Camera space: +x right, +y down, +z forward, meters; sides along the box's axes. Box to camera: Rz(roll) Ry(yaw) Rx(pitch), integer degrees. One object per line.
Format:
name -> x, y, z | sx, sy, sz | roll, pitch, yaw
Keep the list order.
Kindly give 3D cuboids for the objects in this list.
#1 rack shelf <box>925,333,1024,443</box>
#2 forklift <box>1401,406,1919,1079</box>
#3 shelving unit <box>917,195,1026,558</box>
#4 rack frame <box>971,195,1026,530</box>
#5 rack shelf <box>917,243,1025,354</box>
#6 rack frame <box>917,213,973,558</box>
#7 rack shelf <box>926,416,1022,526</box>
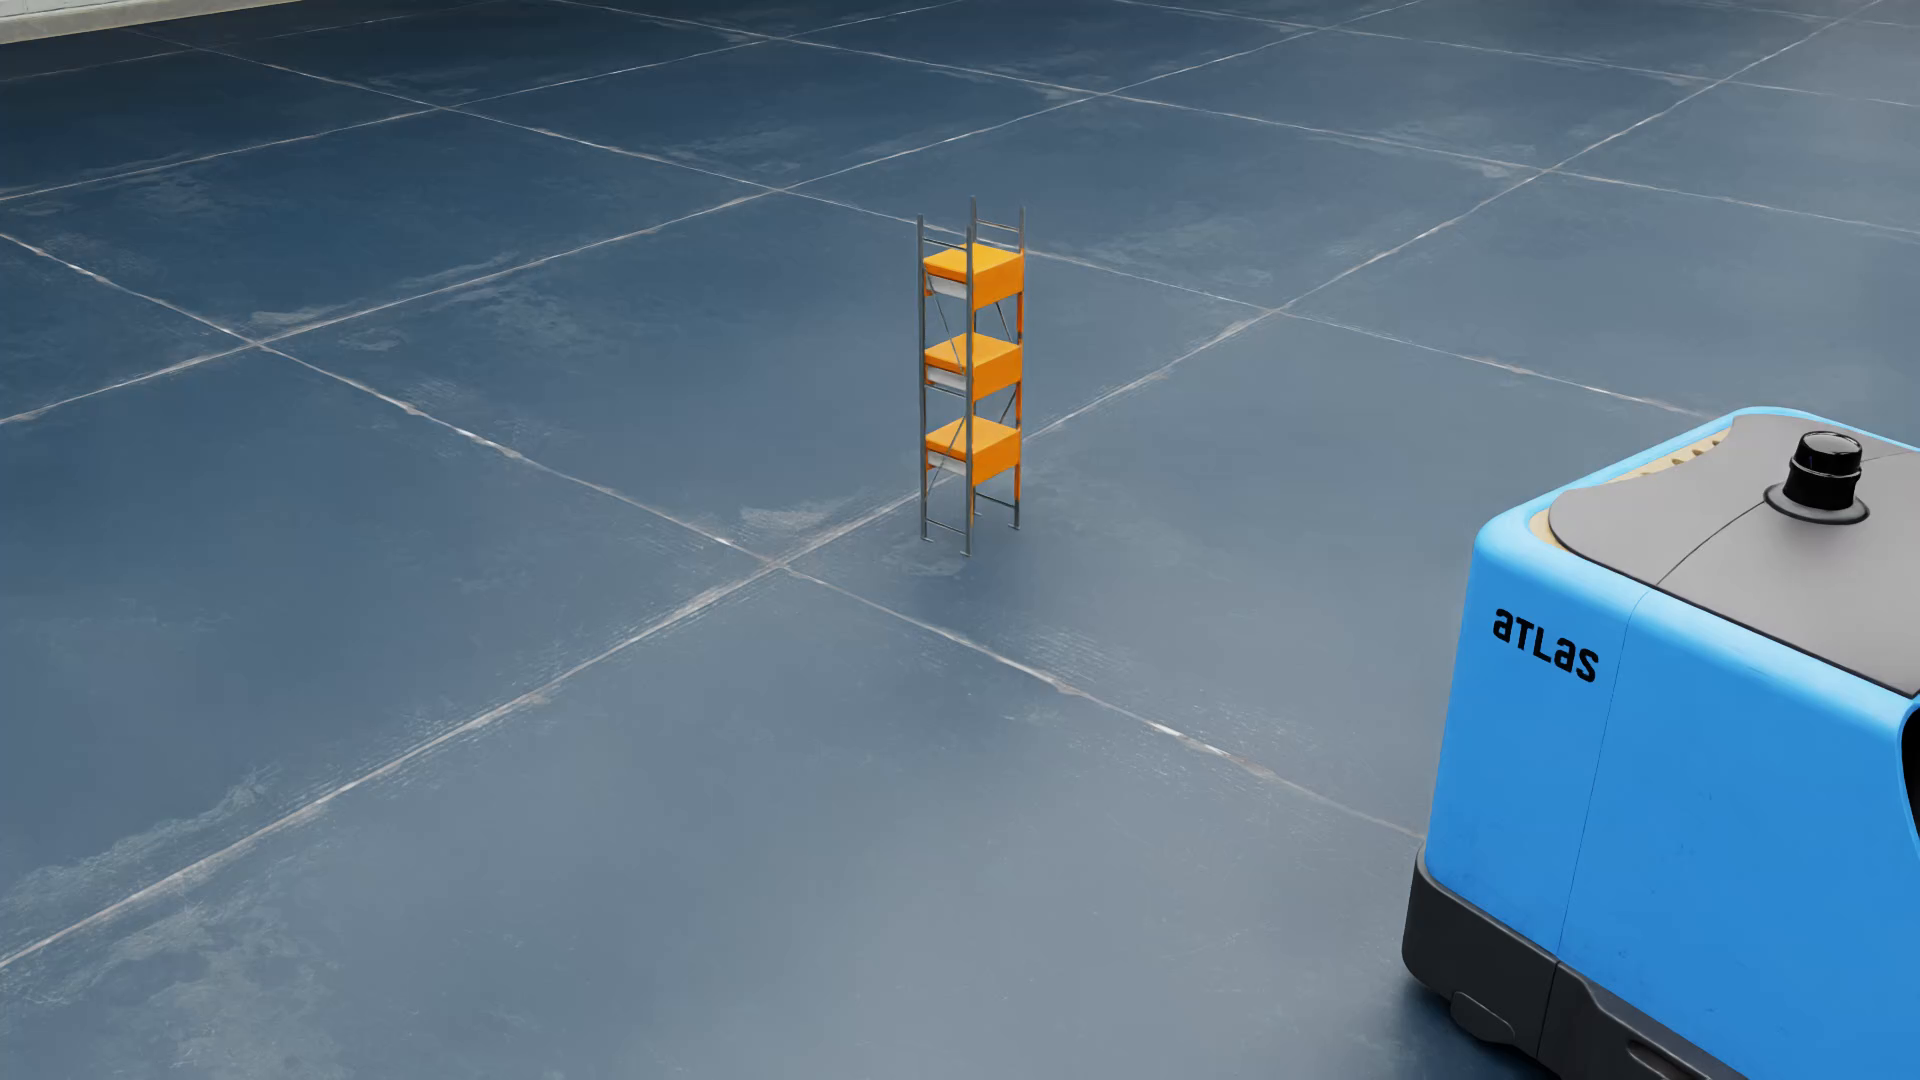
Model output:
rack shelf -> 0.034, -0.476, 5.050 | 0.215, 0.259, 0.240 | 21, 34, 34
forklift -> 2.205, 0.024, 2.015 | 1.130, 2.935, 3.031 | -19, 33, -33
shelving unit -> 0.034, -0.485, 5.045 | 0.215, 1.050, 0.252 | 21, 34, 34
rack frame -> 0.112, -0.529, 5.129 | 0.200, 1.050, 0.008 | 21, 34, 34
rack shelf -> 0.034, -0.728, 4.920 | 0.215, 0.259, 0.240 | 21, 34, 34
rack frame -> -0.044, -0.442, 4.962 | 0.200, 1.050, 0.008 | 21, 34, 34
rack shelf -> 0.034, -0.229, 5.178 | 0.215, 0.259, 0.240 | 21, 34, 34
